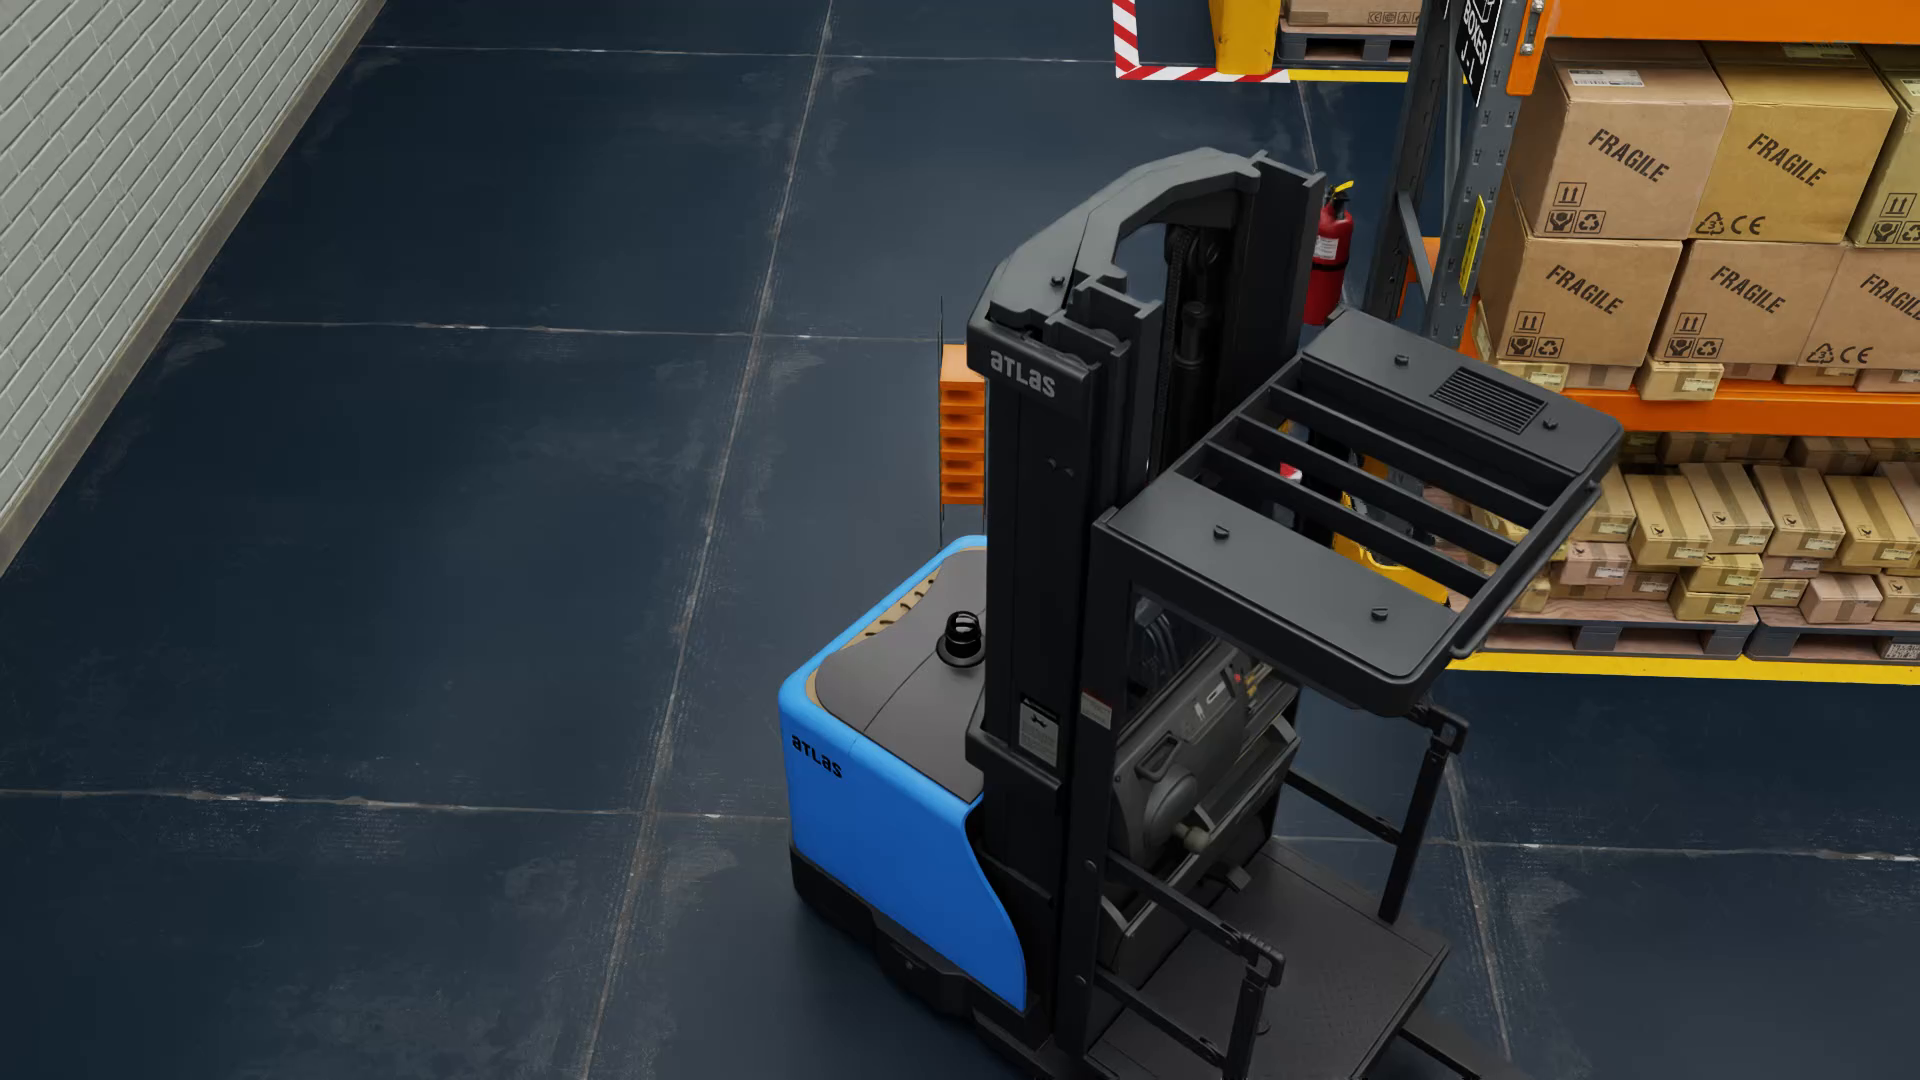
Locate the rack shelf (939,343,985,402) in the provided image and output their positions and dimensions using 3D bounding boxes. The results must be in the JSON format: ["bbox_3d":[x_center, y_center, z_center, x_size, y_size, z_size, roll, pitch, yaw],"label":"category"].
[{"bbox_3d":[0.014,-0.669,6.625,0.180,0.103,0.258,2,43,2],"label":"rack shelf"}]

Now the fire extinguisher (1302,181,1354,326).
[{"bbox_3d":[1.470,-1.177,6.643,0.183,0.674,0.296,2,43,2],"label":"fire extinguisher"}]

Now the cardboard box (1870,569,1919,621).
[{"bbox_3d":[3.756,0.142,6.680,0.250,0.149,0.380,2,43,2],"label":"cardboard box"}]

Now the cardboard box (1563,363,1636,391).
[{"bbox_3d":[2.266,-0.715,6.001,0.250,0.149,0.380,3,43,3],"label":"cardboard box"}]

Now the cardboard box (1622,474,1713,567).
[{"bbox_3d":[2.736,-0.079,6.481,0.250,0.149,0.380,2,43,2],"label":"cardboard box"}]

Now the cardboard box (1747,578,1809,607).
[{"bbox_3d":[3.233,0.085,6.742,0.250,0.149,0.380,2,43,2],"label":"cardboard box"}]

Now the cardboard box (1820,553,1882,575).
[{"bbox_3d":[3.526,-0.049,6.667,0.250,0.149,0.380,4,43,4],"label":"cardboard box"}]

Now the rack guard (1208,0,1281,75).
[{"bbox_3d":[1.799,-3.479,10.618,0.348,0.500,1.175,2,43,2],"label":"rack guard"}]

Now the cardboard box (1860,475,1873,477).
[{"bbox_3d":[3.810,-0.385,7.028,0.250,0.149,0.380,2,43,2],"label":"cardboard box"}]

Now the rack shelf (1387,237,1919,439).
[{"bbox_3d":[3.699,-0.695,6.323,4.000,0.370,1.077,2,43,2],"label":"rack shelf"}]

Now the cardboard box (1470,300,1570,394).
[{"bbox_3d":[2.010,-0.694,5.979,0.250,0.149,0.380,1,43,2],"label":"cardboard box"}]

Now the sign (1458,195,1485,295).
[{"bbox_3d":[1.677,-0.967,5.452,0.005,0.325,0.100,2,43,2],"label":"sign"}]

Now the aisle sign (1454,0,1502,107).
[{"bbox_3d":[1.614,-1.769,5.041,0.004,0.787,0.394,2,43,2],"label":"aisle sign"}]

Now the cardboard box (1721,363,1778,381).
[{"bbox_3d":[2.797,-0.755,6.045,0.250,0.149,0.380,4,43,4],"label":"cardboard box"}]

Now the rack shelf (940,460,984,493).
[{"bbox_3d":[0.014,-0.318,6.953,0.180,0.103,0.258,2,43,2],"label":"rack shelf"}]

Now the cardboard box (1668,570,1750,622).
[{"bbox_3d":[2.974,0.142,6.681,0.250,0.149,0.380,2,43,2],"label":"cardboard box"}]

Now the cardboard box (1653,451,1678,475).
[{"bbox_3d":[3.024,-0.324,6.962,0.250,0.149,0.380,1,43,1],"label":"cardboard box"}]

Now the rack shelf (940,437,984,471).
[{"bbox_3d":[0.014,-0.406,6.871,0.180,0.103,0.258,2,43,2],"label":"rack shelf"}]

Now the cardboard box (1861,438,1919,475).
[{"bbox_3d":[3.802,-0.442,6.871,0.250,0.149,0.380,2,43,2],"label":"cardboard box"}]

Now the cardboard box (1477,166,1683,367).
[{"bbox_3d":[2.137,-0.963,5.792,0.500,0.500,0.500,4,43,4],"label":"cardboard box"}]

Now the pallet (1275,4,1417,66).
[{"bbox_3d":[2.625,-3.402,10.747,1.213,0.211,1.003,2,43,2],"label":"pallet"}]

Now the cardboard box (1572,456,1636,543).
[{"bbox_3d":[2.490,-0.174,6.583,0.250,0.149,0.380,2,43,3],"label":"cardboard box"}]

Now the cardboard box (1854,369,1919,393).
[{"bbox_3d":[3.312,-0.704,5.989,0.250,0.149,0.380,1,43,1],"label":"cardboard box"}]

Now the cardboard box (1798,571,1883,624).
[{"bbox_3d":[3.478,0.152,6.670,0.250,0.149,0.380,0,43,0],"label":"cardboard box"}]

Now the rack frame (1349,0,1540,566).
[{"bbox_3d":[1.701,-1.019,6.144,0.127,3.000,1.000,2,43,2],"label":"rack frame"}]

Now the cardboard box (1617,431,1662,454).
[{"bbox_3d":[2.754,-0.536,6.971,0.250,0.149,0.380,1,43,1],"label":"cardboard box"}]

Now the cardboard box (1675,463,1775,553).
[{"bbox_3d":[2.987,-0.128,6.533,0.250,0.149,0.380,0,43,0],"label":"cardboard box"}]

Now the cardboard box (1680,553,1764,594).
[{"bbox_3d":[2.984,0.028,6.585,0.250,0.149,0.380,3,43,3],"label":"cardboard box"}]

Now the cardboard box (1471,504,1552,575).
[{"bbox_3d":[2.213,-0.048,6.666,0.250,0.149,0.380,3,43,4],"label":"cardboard box"}]

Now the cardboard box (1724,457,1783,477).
[{"bbox_3d":[3.278,-0.395,7.039,0.250,0.149,0.380,2,43,3],"label":"cardboard box"}]

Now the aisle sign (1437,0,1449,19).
[{"bbox_3d":[1.641,-2.177,5.479,0.004,0.787,0.394,2,43,2],"label":"aisle sign"}]

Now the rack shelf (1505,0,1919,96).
[{"bbox_3d":[3.699,-1.792,5.301,4.000,0.370,1.077,2,43,2],"label":"rack shelf"}]

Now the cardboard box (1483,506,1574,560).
[{"bbox_3d":[2.209,-0.100,6.504,0.250,0.149,0.380,0,43,0],"label":"cardboard box"}]

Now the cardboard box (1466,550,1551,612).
[{"bbox_3d":[2.210,0.104,6.721,0.250,0.149,0.380,3,43,3],"label":"cardboard box"}]

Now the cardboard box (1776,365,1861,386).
[{"bbox_3d":[3.067,-0.730,6.018,0.250,0.149,0.380,1,43,1],"label":"cardboard box"}]

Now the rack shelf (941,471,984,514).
[{"bbox_3d":[0.014,-0.230,7.034,0.180,0.103,0.258,2,43,2],"label":"rack shelf"}]

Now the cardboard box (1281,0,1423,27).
[{"bbox_3d":[2.487,-3.657,10.547,0.875,0.438,0.875,0,43,0],"label":"cardboard box"}]

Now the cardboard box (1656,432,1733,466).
[{"bbox_3d":[3.010,-0.485,6.917,0.250,0.149,0.380,0,43,0],"label":"cardboard box"}]

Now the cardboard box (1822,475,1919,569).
[{"bbox_3d":[3.525,-0.073,6.475,0.250,0.149,0.380,2,43,3],"label":"cardboard box"}]

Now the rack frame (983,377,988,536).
[{"bbox_3d":[0.106,-0.436,6.838,0.006,1.200,0.240,2,43,2],"label":"rack frame"}]

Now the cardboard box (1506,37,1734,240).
[{"bbox_3d":[2.137,-1.336,5.459,0.500,0.500,0.500,2,43,2],"label":"cardboard box"}]

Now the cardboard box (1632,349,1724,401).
[{"bbox_3d":[2.532,-0.670,5.953,0.250,0.149,0.380,1,43,1],"label":"cardboard box"}]

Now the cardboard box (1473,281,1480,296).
[{"bbox_3d":[2.039,-1.110,6.425,0.250,0.149,0.380,2,43,2],"label":"cardboard box"}]

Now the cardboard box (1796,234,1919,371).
[{"bbox_3d":[3.162,-0.940,5.767,0.500,0.500,0.500,2,43,2],"label":"cardboard box"}]

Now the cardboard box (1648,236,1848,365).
[{"bbox_3d":[2.673,-0.964,5.793,0.500,0.500,0.500,2,43,2],"label":"cardboard box"}]

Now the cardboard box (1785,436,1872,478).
[{"bbox_3d":[3.539,-0.431,6.859,0.250,0.149,0.380,0,43,0],"label":"cardboard box"}]

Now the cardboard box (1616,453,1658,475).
[{"bbox_3d":[2.760,-0.402,7.046,0.250,0.149,0.380,0,43,0],"label":"cardboard box"}]

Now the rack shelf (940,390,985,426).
[{"bbox_3d":[0.014,-0.582,6.707,0.180,0.103,0.258,2,43,2],"label":"rack shelf"}]

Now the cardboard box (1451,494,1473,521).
[{"bbox_3d":[2.236,-0.256,7.107,0.250,0.149,0.380,2,43,3],"label":"cardboard box"}]

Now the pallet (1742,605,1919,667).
[{"bbox_3d":[3.802,0.091,6.997,1.213,0.211,1.003,2,43,2],"label":"pallet"}]

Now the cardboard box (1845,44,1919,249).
[{"bbox_3d":[3.160,-1.294,5.413,0.500,0.500,0.500,1,43,1],"label":"cardboard box"}]

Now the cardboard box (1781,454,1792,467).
[{"bbox_3d":[3.533,-0.375,7.017,0.250,0.149,0.380,4,43,4],"label":"cardboard box"}]

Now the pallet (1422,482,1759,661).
[{"bbox_3d":[2.587,0.052,7.039,1.213,0.211,1.003,2,43,2],"label":"pallet"}]

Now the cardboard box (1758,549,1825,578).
[{"bbox_3d":[3.253,-0.029,6.645,0.250,0.149,0.380,0,43,0],"label":"cardboard box"}]

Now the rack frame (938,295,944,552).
[{"bbox_3d":[-0.077,-0.441,6.844,0.006,1.200,0.240,2,43,2],"label":"rack frame"}]

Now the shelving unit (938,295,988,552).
[{"bbox_3d":[0.014,-0.439,6.841,0.189,1.200,0.258,2,43,2],"label":"shelving unit"}]

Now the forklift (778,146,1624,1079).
[{"bbox_3d":[0.870,0.563,4.496,3.031,2.935,1.130,29,50,28],"label":"forklift"}]

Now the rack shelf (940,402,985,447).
[{"bbox_3d":[0.014,-0.494,6.789,0.180,0.103,0.258,2,43,2],"label":"rack shelf"}]

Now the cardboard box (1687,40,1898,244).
[{"bbox_3d":[2.642,-1.325,5.447,0.500,0.500,0.500,3,43,3],"label":"cardboard box"}]
